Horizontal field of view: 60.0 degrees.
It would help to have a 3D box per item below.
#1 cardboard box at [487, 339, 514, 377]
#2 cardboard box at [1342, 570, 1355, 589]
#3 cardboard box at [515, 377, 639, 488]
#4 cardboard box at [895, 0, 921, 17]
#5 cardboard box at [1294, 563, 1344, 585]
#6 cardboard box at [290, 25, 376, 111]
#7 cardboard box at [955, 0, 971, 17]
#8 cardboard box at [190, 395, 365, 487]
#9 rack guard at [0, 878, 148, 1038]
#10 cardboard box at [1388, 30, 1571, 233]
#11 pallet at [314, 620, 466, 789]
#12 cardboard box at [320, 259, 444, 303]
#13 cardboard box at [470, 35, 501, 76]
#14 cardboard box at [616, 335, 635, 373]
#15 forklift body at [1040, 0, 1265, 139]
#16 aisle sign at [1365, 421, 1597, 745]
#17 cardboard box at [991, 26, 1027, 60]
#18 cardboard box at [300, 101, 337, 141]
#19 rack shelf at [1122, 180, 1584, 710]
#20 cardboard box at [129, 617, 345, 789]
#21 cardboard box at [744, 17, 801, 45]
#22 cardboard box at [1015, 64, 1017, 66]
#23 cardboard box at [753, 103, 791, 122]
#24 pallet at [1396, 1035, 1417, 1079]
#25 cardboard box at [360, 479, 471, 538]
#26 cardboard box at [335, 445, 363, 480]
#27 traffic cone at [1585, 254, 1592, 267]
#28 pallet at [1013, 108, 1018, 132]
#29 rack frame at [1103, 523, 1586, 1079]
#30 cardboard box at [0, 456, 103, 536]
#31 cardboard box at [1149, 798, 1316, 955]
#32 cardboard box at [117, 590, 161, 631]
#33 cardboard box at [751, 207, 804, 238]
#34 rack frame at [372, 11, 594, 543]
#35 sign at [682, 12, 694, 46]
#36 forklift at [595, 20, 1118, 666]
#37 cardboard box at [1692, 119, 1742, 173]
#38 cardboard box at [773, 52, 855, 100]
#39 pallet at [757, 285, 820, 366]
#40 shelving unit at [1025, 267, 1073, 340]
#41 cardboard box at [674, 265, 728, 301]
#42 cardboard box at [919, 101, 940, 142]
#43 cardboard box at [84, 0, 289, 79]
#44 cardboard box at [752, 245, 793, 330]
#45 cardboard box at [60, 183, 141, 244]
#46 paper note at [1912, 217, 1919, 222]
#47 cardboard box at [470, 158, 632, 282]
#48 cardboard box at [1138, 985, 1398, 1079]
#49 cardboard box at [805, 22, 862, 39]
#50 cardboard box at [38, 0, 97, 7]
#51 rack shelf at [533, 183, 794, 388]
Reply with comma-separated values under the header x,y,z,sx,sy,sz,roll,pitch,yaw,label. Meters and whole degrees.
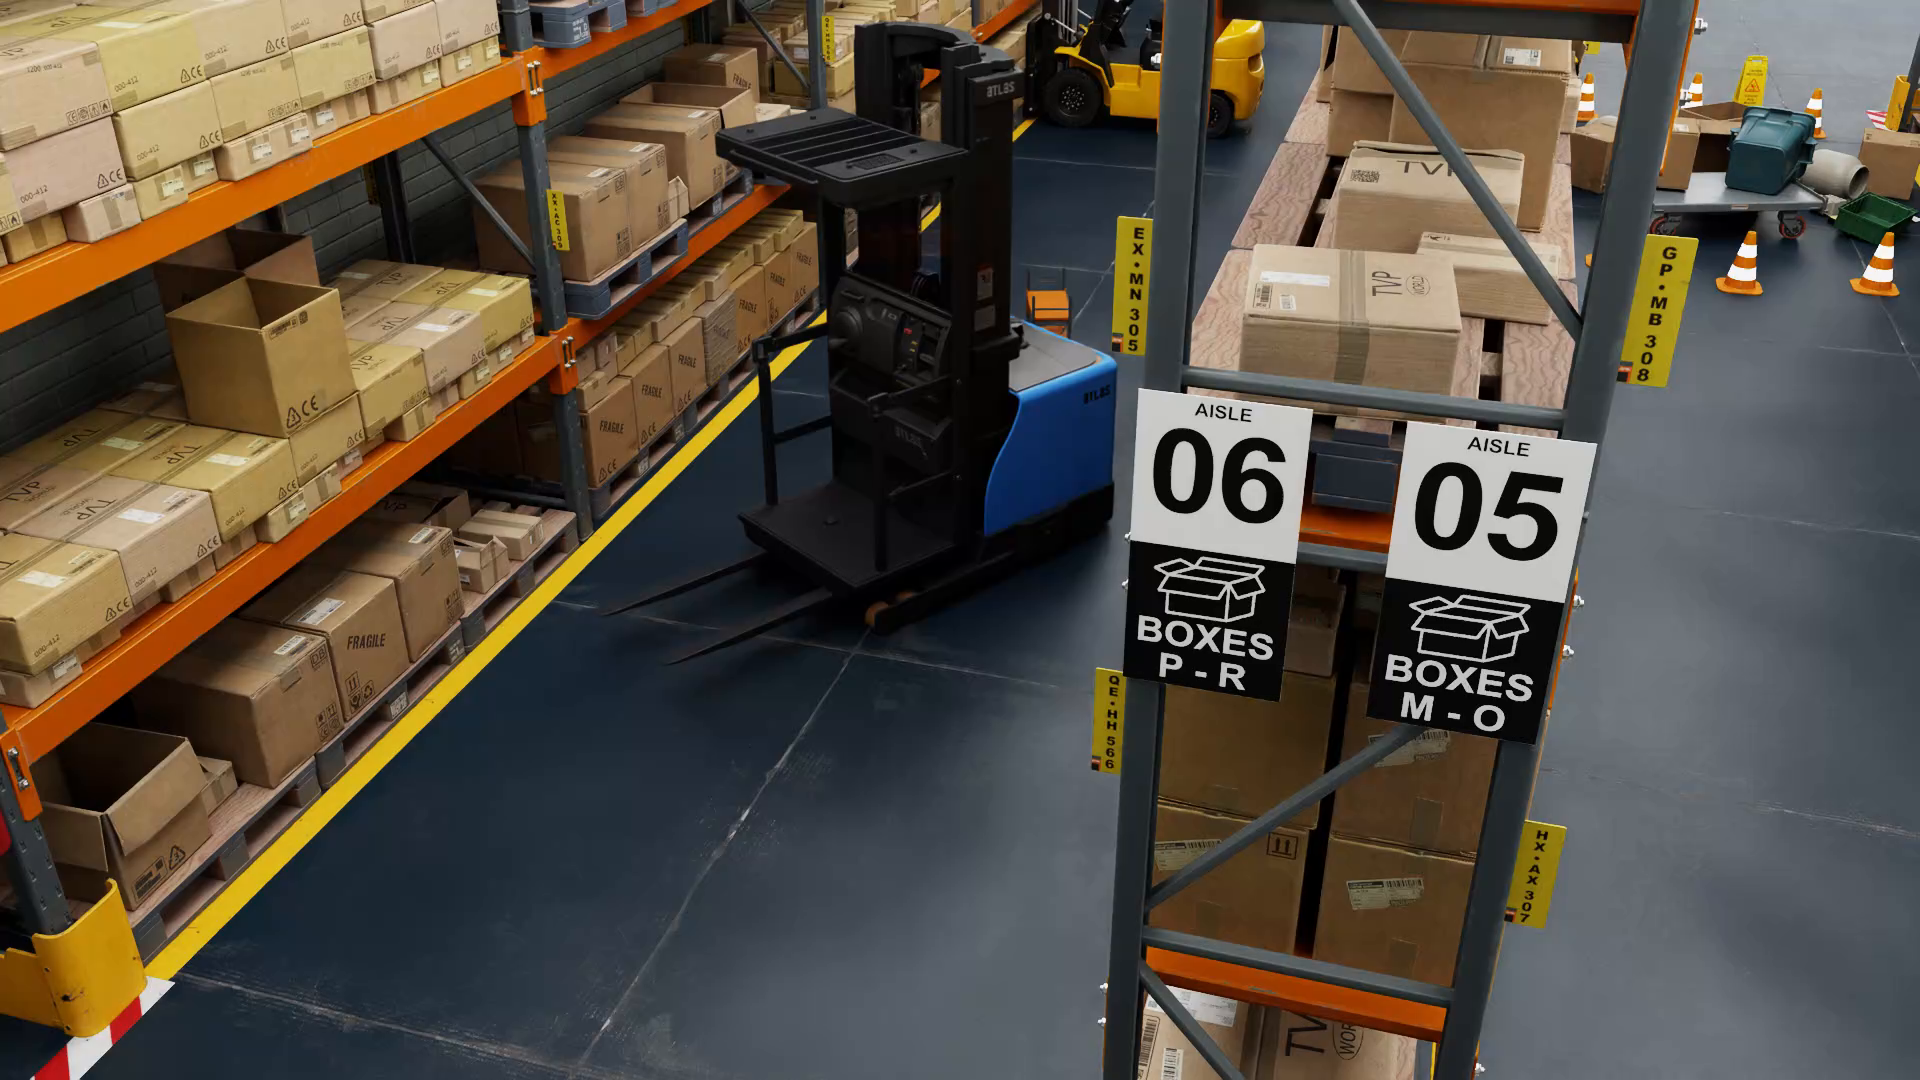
x,y,z,sx,sy,sz,roll,pitch,yaw,label
-2.565,-0.974,8.674,0.380,0.149,0.250,9,30,16,cardboard box
0.954,0.188,5.196,0.500,0.500,0.500,9,30,15,cardboard box
-2.300,-0.676,10.019,0.500,0.500,0.500,10,31,17,cardboard box
-0.548,-4.514,14.009,0.380,0.149,0.250,8,30,14,cardboard box
0.880,0.092,4.700,0.380,0.149,0.250,9,30,16,cardboard box
-2.864,-2.028,7.073,0.500,0.250,0.500,9,30,16,cardboard box
-0.209,-4.998,15.289,0.500,0.250,0.500,8,30,14,cardboard box
-3.018,-0.481,7.378,0.500,0.250,0.500,8,30,14,cardboard box
-3.809,1.524,6.497,1.175,0.500,0.348,8,30,15,rack guard
1.650,-1.324,5.321,0.500,0.500,0.500,9,30,16,cardboard box
-3.216,0.714,8.249,1.003,0.211,1.213,8,30,15,pallet
-3.061,-1.265,8.787,0.500,0.250,0.500,8,30,14,cardboard box
-2.481,-2.384,8.123,0.380,0.149,0.250,8,30,15,cardboard box
-2.226,-1.156,10.215,0.380,0.149,0.250,7,30,12,cardboard box
2.052,-5.456,17.346,2.313,2.155,1.214,8,30,15,forklift body
1.171,0.112,3.789,0.394,0.787,0.004,8,30,15,aisle sign
0.428,-5.178,17.340,0.500,0.250,0.500,10,30,17,cardboard box
-2.894,-1.796,7.065,0.380,0.149,0.250,9,30,15,cardboard box
1.502,-0.753,5.672,1.077,0.370,4.000,8,30,15,rack shelf
-3.273,0.713,7.522,0.700,0.500,0.500,10,31,17,cardboard box
-1.477,-4.007,13.098,0.380,0.149,0.250,8,30,15,cardboard box
0.274,-4.725,17.041,0.500,0.250,0.500,8,30,15,cardboard box
-1.484,-2.833,11.479,0.500,0.250,0.500,7,30,13,cardboard box
1.075,2.009,5.921,1.003,0.211,1.213,8,30,15,pallet
-3.077,-0.127,9.227,0.500,0.311,0.500,10,30,17,cardboard box
-2.980,-0.384,7.612,0.380,0.149,0.250,8,30,15,cardboard box
5.411,-2.519,13.802,0.336,0.463,0.334,8,30,15,traffic cone
-0.036,-4.255,17.182,1.003,0.211,1.213,8,30,15,pallet
0.915,1.173,4.555,1.000,3.000,0.127,8,30,15,rack frame
-3.798,-0.089,6.672,0.500,0.250,0.500,9,30,15,cardboard box
0.803,0.868,5.002,0.500,0.500,0.500,9,30,15,cardboard box
-3.398,0.211,6.544,0.380,0.149,0.250,8,30,14,cardboard box
-1.386,-2.360,12.379,0.380,0.149,0.250,7,30,12,cardboard box
-2.657,-1.392,9.167,1.000,3.000,0.127,8,30,15,rack frame
-2.015,-3.835,12.367,0.100,0.325,0.005,8,30,15,sign
-0.535,-1.074,8.666,3.031,2.935,1.130,-23,36,-35,forklift
7.249,-3.617,15.595,0.797,0.637,0.503,8,30,15,cardboard box
-1.096,-3.572,12.725,0.500,0.250,0.500,8,30,15,cardboard box
-1.739,-1.691,12.572,1.003,0.211,1.213,8,30,15,pallet
0.542,-1.044,10.393,0.258,1.200,0.503,-1,29,-1,shelving unit
-1.802,-1.748,11.278,0.380,0.149,0.250,7,30,12,cardboard box
-0.687,-3.652,15.240,0.875,0.625,0.625,8,30,14,cardboard box
-3.020,-2.005,6.517,0.500,0.250,0.500,9,30,16,cardboard box
-1.559,-1.884,12.190,0.500,0.500,0.500,8,30,14,cardboard box
-3.201,-1.193,5.981,0.380,0.149,0.250,9,30,16,cardboard box
8.530,-2.888,14.910,0.147,0.020,0.142,-12,31,-20,paper note
-2.302,-1.812,9.387,0.700,0.500,0.500,9,30,16,cardboard box
1.013,1.788,5.653,0.875,0.438,0.875,7,30,13,cardboard box
-0.980,-3.932,12.962,0.380,0.149,0.250,9,30,16,cardboard box
-3.501,-2.085,6.660,0.500,0.250,0.500,8,30,15,cardboard box
-2.070,-2.007,11.013,1.077,0.370,4.000,8,30,15,rack shelf
